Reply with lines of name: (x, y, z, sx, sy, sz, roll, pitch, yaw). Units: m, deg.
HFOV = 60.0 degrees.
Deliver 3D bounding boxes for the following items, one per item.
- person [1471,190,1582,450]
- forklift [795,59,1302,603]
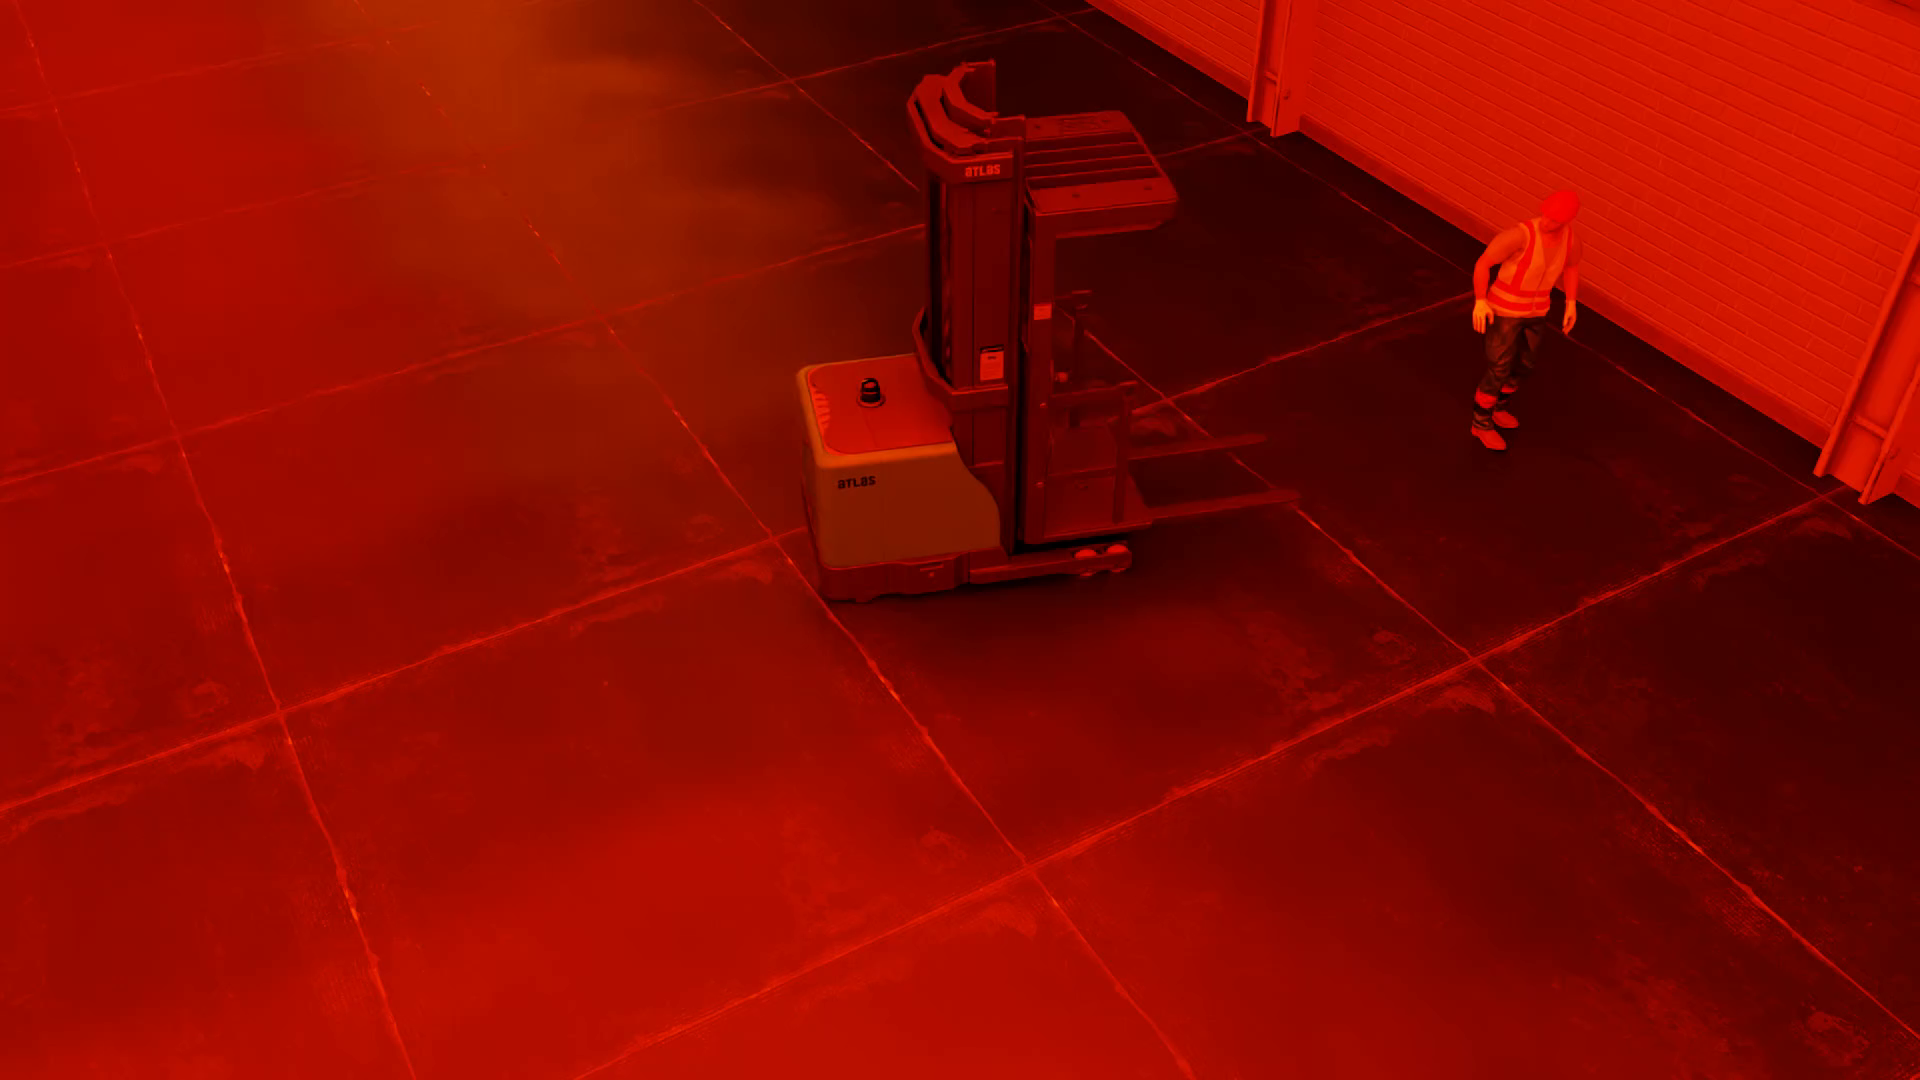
person: (3.646, -1.434, 10.680, 0.763, 1.765, 0.503, -14, 42, -16)
forklift: (0.575, -1.232, 9.522, 3.031, 2.935, 1.130, -8, 40, -9)
